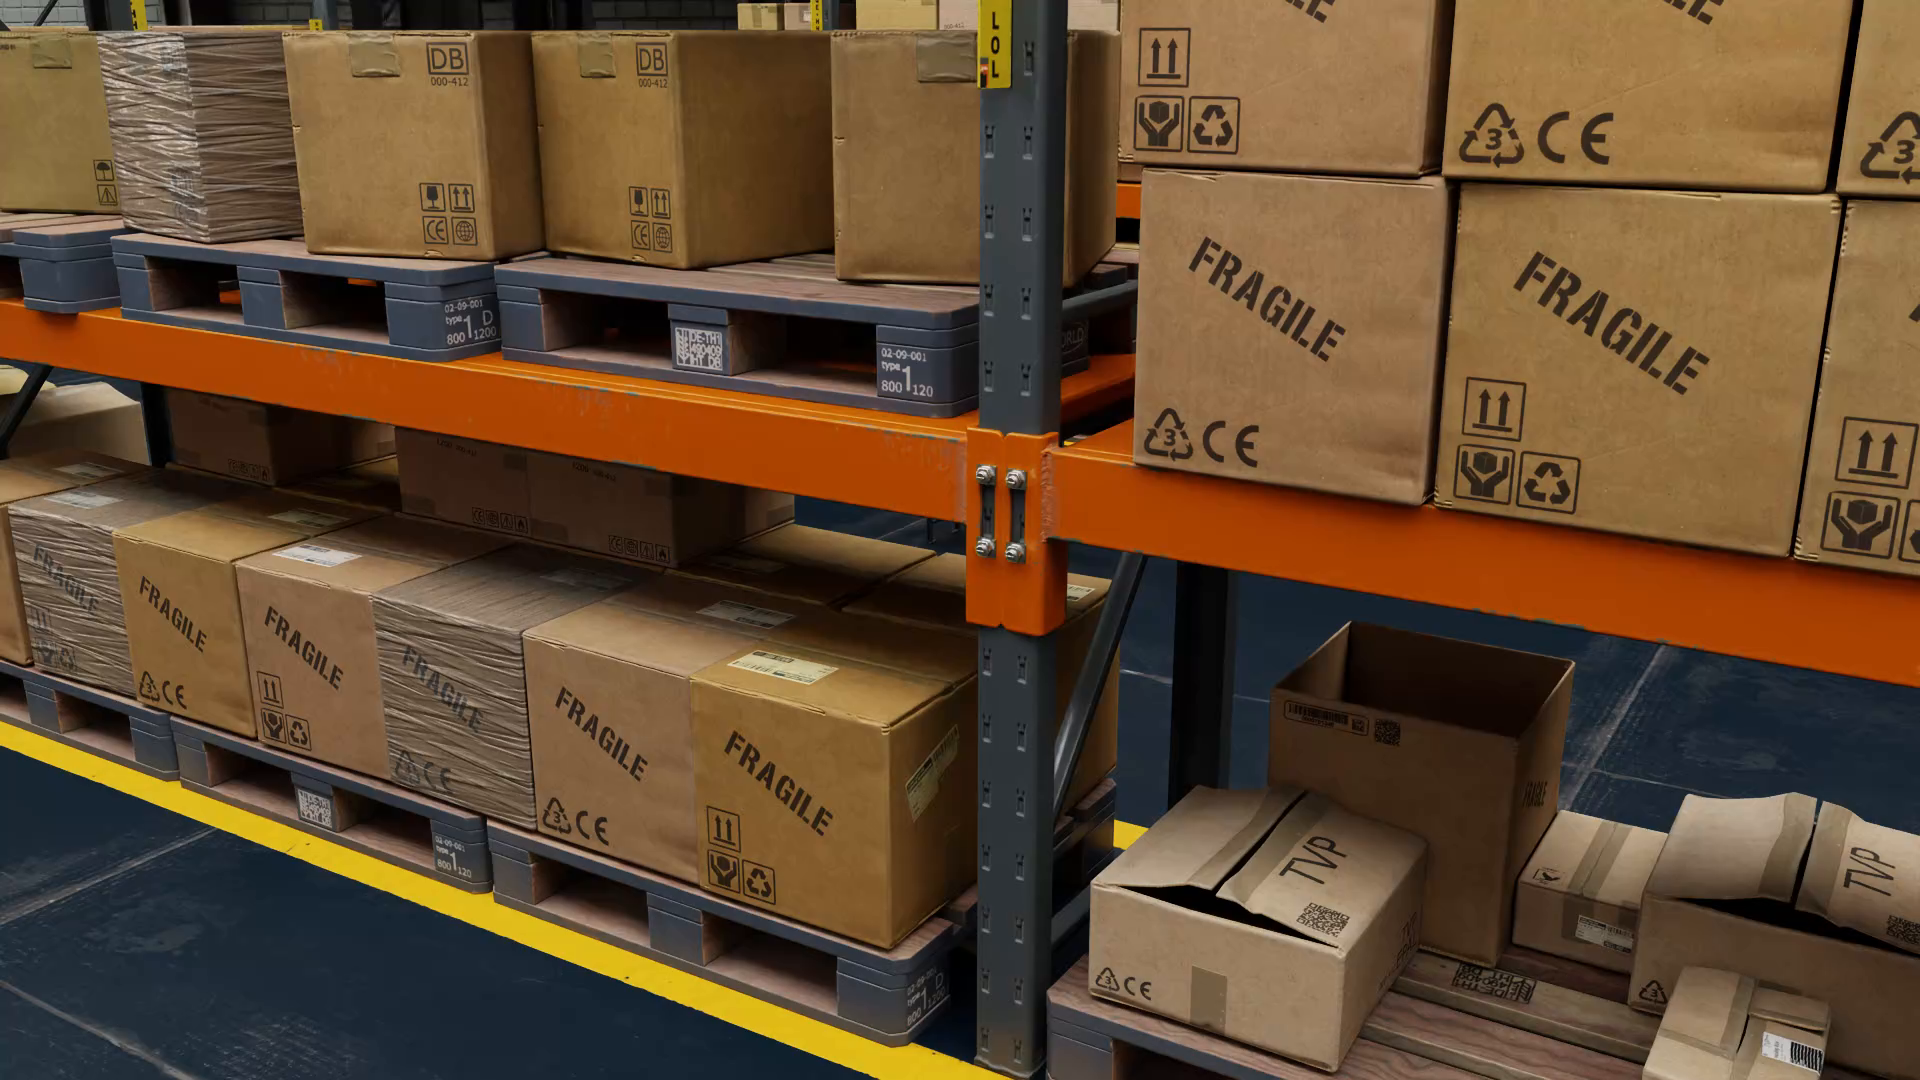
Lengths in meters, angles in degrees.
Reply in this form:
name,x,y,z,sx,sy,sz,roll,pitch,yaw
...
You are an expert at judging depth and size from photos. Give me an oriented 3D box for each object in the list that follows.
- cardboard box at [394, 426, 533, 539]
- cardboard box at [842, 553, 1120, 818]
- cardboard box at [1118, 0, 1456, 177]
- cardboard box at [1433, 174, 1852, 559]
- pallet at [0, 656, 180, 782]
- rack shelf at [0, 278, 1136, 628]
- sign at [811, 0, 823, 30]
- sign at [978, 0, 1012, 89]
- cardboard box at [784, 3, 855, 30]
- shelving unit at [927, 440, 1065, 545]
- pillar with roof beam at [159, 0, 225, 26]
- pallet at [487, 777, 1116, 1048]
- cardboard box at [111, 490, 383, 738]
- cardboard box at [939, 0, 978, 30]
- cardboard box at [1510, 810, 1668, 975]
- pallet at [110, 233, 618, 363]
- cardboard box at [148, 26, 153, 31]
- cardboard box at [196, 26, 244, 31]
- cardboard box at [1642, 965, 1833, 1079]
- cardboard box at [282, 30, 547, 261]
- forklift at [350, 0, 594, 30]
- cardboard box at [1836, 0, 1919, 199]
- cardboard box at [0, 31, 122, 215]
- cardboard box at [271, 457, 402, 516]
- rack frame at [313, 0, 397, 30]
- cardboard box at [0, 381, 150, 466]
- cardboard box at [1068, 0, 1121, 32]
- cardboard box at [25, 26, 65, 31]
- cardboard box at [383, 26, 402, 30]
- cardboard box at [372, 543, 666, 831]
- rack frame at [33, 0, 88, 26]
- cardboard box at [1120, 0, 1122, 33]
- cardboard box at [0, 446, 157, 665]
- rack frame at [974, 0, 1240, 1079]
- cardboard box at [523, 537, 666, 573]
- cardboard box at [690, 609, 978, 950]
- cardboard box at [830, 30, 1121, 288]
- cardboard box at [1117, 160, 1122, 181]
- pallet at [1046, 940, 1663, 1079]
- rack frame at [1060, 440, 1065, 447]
name,x,y,z,sx,sy,sz,roll,pitch,yaw
cardboard box,-1.220,-0.220,4.697,0.500,0.250,0.500,10,19,29
cardboard box,0.059,0.367,4.054,0.500,0.500,0.500,9,19,28
cardboard box,0.598,-0.869,2.689,0.500,0.500,0.500,11,20,31
cardboard box,1.074,-0.310,2.568,0.500,0.500,0.500,11,20,31
pallet,-2.448,0.365,5.318,1.213,0.211,1.003,10,20,30
rack shelf,-1.360,-0.444,4.420,4.000,0.370,1.077,10,20,30
sign,-0.751,-2.700,8.754,0.005,0.325,0.100,10,20,30
sign,0.057,-0.900,2.692,0.005,0.325,0.100,10,20,30
cardboard box,-0.785,-2.934,9.333,0.250,0.149,0.380,7,18,23
shelving unit,0.141,-0.549,6.624,0.503,1.200,0.258,10,20,30
pillar with roof beam,-8.496,-5.449,9.337,0.400,9.000,9.100,10,20,30
pallet,-0.369,0.736,4.096,1.213,0.211,1.003,10,20,30
cardboard box,-1.952,0.189,4.643,0.500,0.500,0.500,10,19,29
cardboard box,0.235,-2.664,8.482,0.500,0.250,0.500,10,19,29
cardboard box,1.329,0.728,3.472,0.250,0.149,0.380,10,20,30
pallet,-1.405,-0.706,4.375,1.213,0.211,1.003,10,20,30
cardboard box,-5.744,-3.453,12.021,0.500,0.500,0.500,11,20,32
cardboard box,-4.877,-3.295,11.501,0.500,0.500,0.500,10,20,30
cardboard box,1.331,0.908,2.850,0.250,0.166,0.380,10,20,30
cardboard box,-1.194,-0.986,4.073,0.500,0.500,0.700,5,18,16
forklift,-2.477,-1.777,7.687,3.031,2.935,1.130,9,19,26
cardboard box,1.476,-0.712,2.173,0.500,0.500,0.500,9,19,28
cardboard box,-2.469,-1.273,5.018,0.500,0.500,0.700,4,17,12
cardboard box,-1.704,0.056,5.080,0.500,0.500,0.500,9,19,28
rack frame,-3.884,-2.928,11.361,0.127,3.000,1.000,10,20,30
cardboard box,-3.357,-0.399,6.076,0.500,0.311,0.500,11,20,32
cardboard box,0.663,-2.589,8.235,0.500,0.250,0.500,10,20,30
cardboard box,-6.627,-3.609,12.534,0.500,0.500,0.500,10,20,30
cardboard box,-4.175,-3.348,11.676,0.500,0.500,0.500,10,19,29
cardboard box,-1.070,0.344,4.133,0.500,0.500,0.500,10,20,31
rack frame,-7.292,-3.537,13.364,0.127,3.000,1.000,10,20,30
cardboard box,1.102,-2.513,7.985,0.500,0.250,0.500,10,19,29
cardboard box,-2.826,0.033,5.156,0.500,0.500,0.500,11,20,32
rack frame,0.344,-0.484,3.314,0.127,3.000,1.000,10,20,30
cardboard box,-0.823,0.211,4.569,0.500,0.500,0.500,10,20,31
cardboard box,-0.226,0.497,3.627,0.500,0.500,0.500,10,20,30
cardboard box,0.057,-0.860,3.658,0.500,0.500,0.700,4,17,12
cardboard box,0.795,-1.913,8.416,0.250,0.149,0.380,10,20,31
pallet,0.929,0.955,3.375,1.213,0.211,1.003,10,20,30
rack frame,0.349,-0.512,6.502,0.015,1.200,0.240,10,20,30
